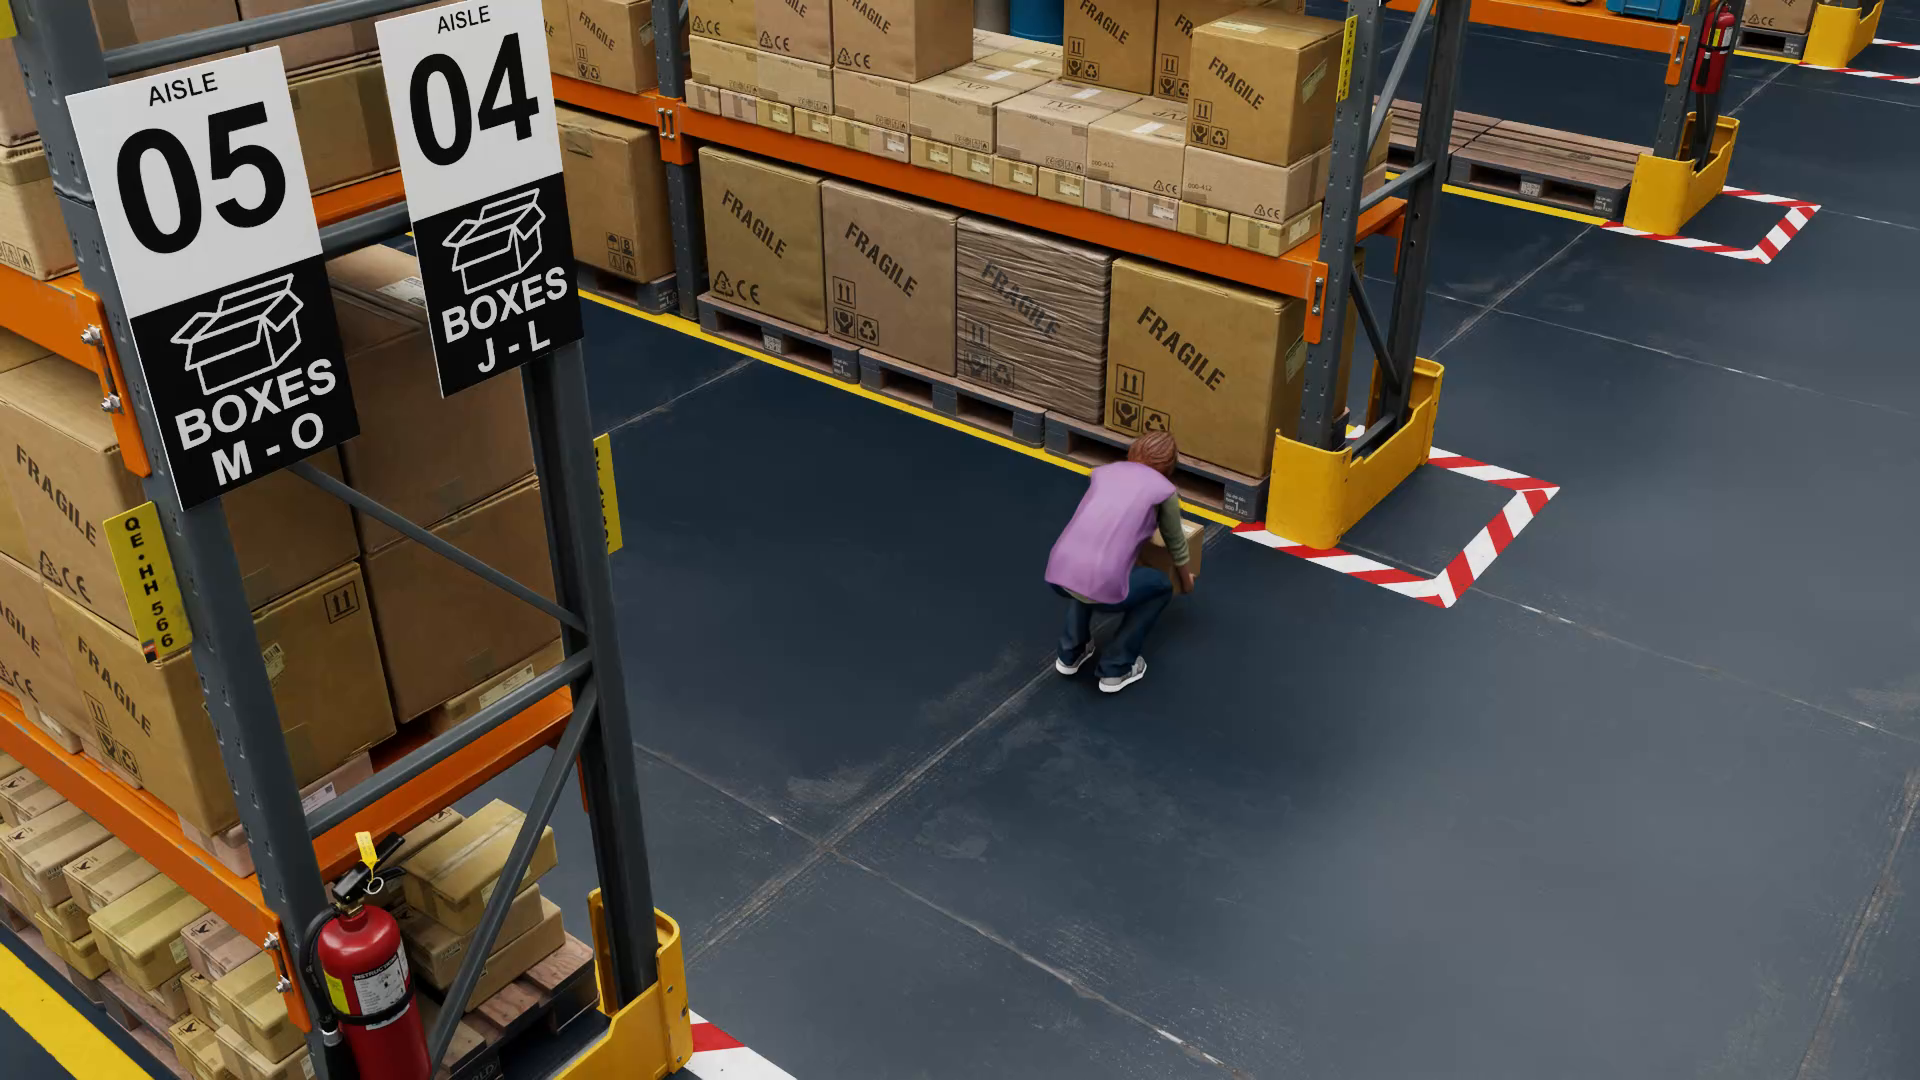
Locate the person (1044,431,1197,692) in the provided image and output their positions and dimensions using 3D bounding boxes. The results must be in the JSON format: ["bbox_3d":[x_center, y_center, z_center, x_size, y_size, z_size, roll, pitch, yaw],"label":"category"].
[{"bbox_3d":[0.641,0.100,6.659,0.426,0.895,0.839,20,37,30],"label":"person"}]
